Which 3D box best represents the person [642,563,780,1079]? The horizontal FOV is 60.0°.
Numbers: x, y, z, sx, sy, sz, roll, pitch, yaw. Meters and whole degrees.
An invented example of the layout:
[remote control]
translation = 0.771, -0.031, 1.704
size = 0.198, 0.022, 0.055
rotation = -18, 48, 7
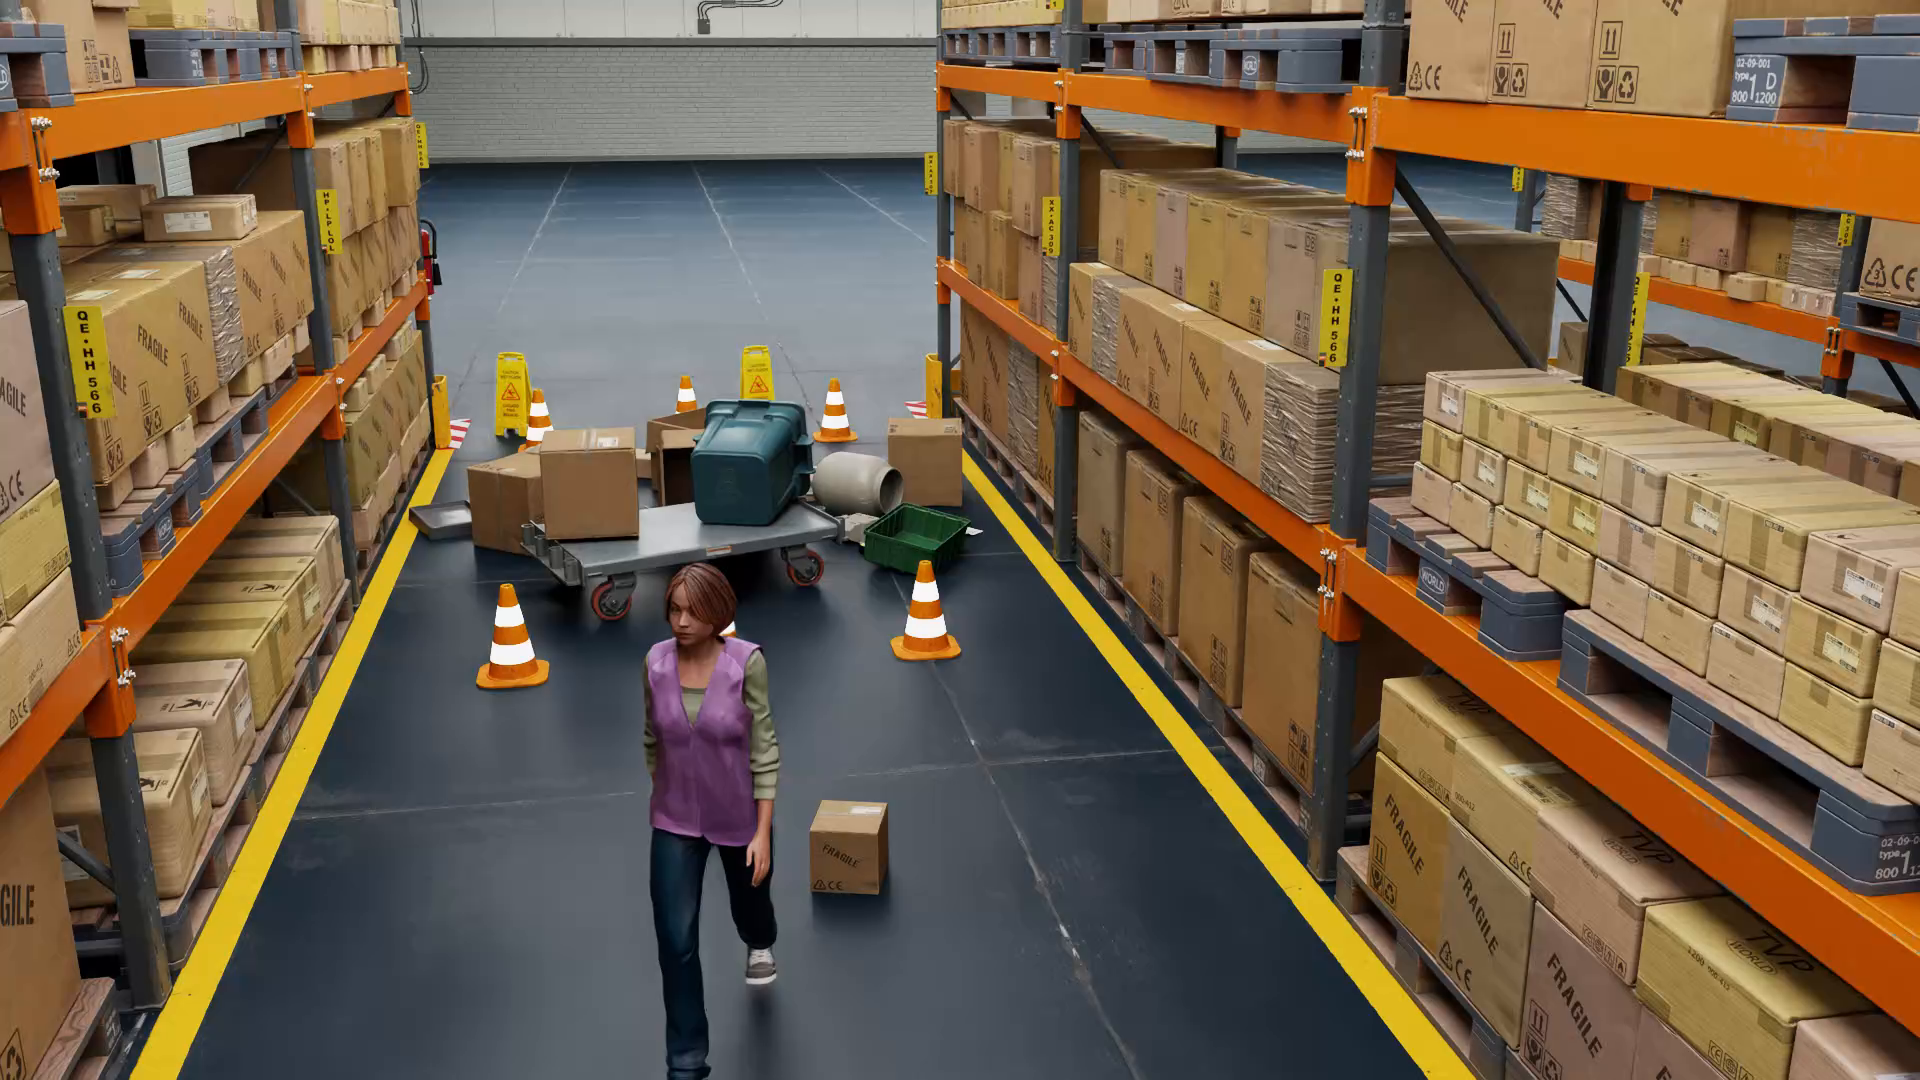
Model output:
[person]
translation = -0.716, 0.804, 4.834
size = 0.411, 1.546, 0.948
rotation = 0, 17, 0
